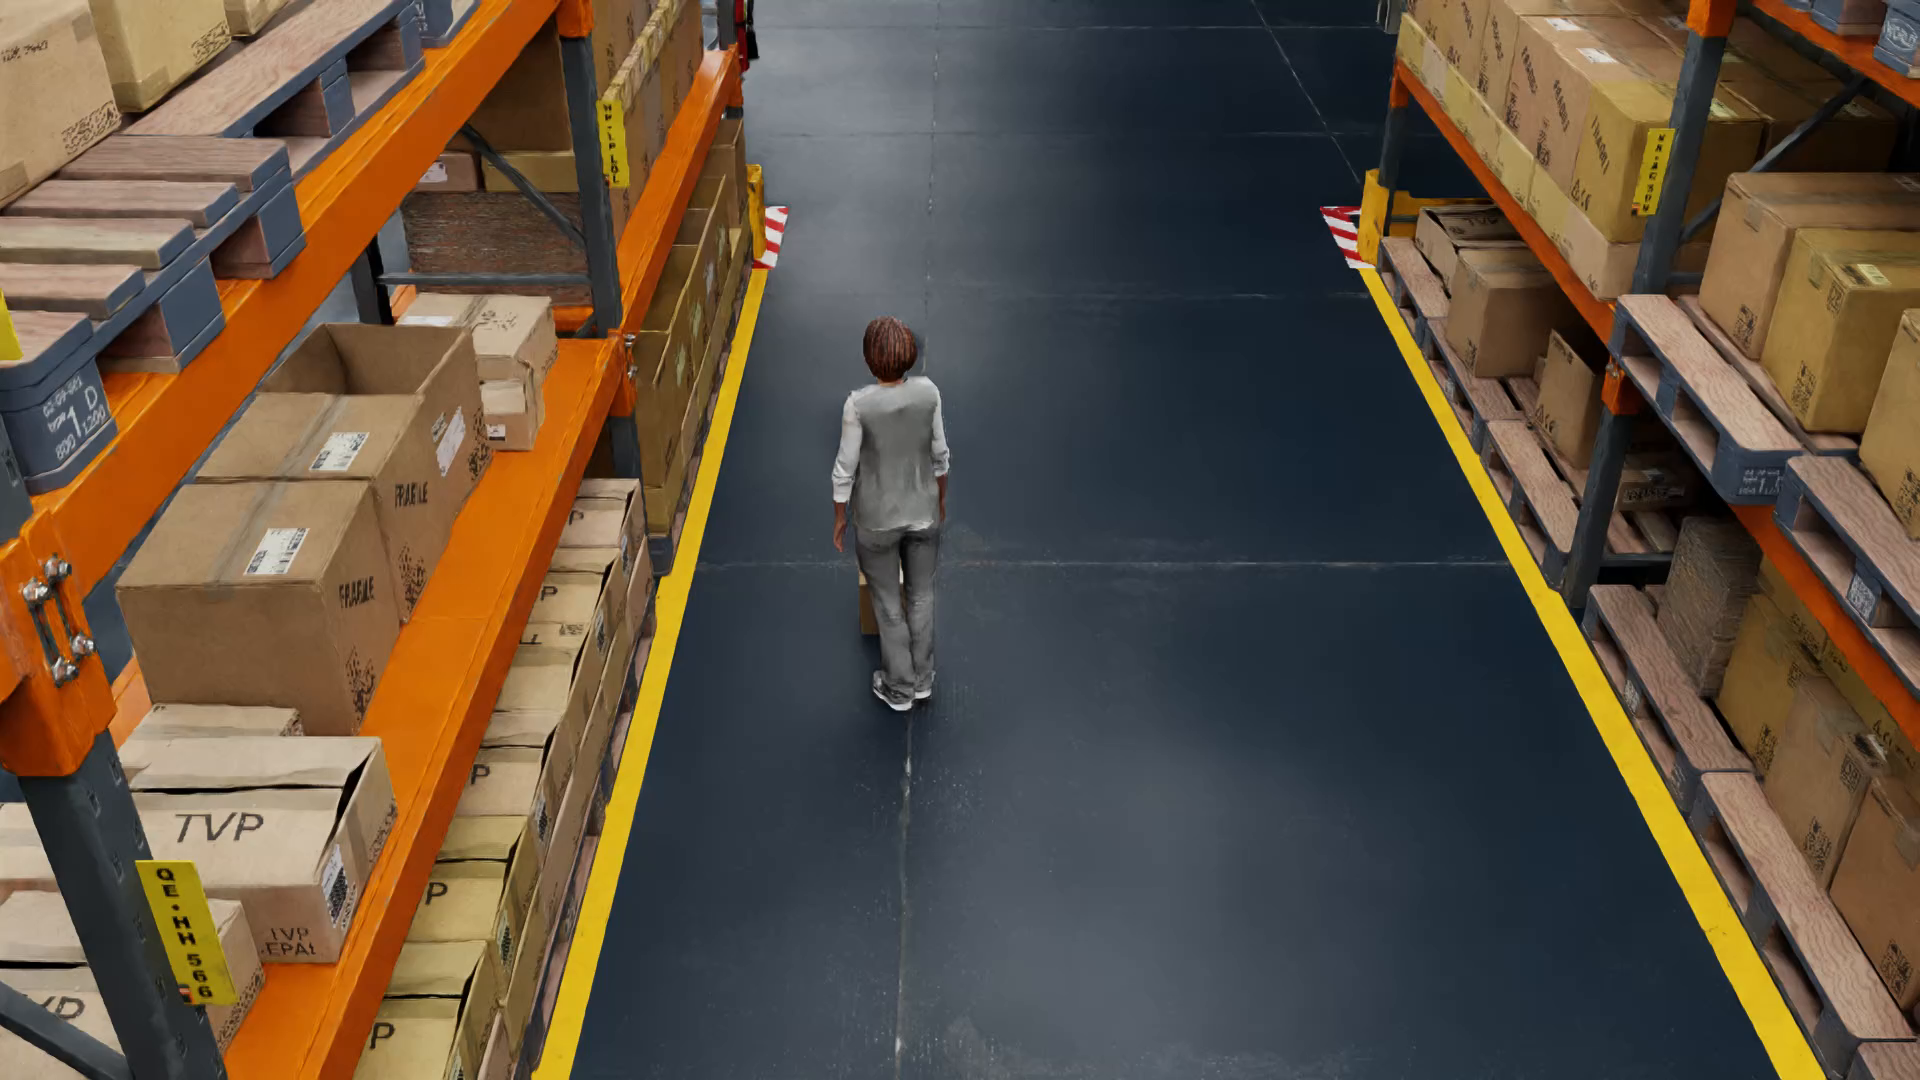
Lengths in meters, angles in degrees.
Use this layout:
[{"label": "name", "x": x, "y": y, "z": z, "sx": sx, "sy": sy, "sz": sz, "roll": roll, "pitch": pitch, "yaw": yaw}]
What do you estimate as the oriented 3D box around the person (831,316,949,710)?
[{"label": "person", "x": -0.246, "y": -0.075, "z": 6.258, "sx": 0.464, "sy": 1.608, "sz": 0.353, "roll": -12, "pitch": 34, "yaw": -19}]
